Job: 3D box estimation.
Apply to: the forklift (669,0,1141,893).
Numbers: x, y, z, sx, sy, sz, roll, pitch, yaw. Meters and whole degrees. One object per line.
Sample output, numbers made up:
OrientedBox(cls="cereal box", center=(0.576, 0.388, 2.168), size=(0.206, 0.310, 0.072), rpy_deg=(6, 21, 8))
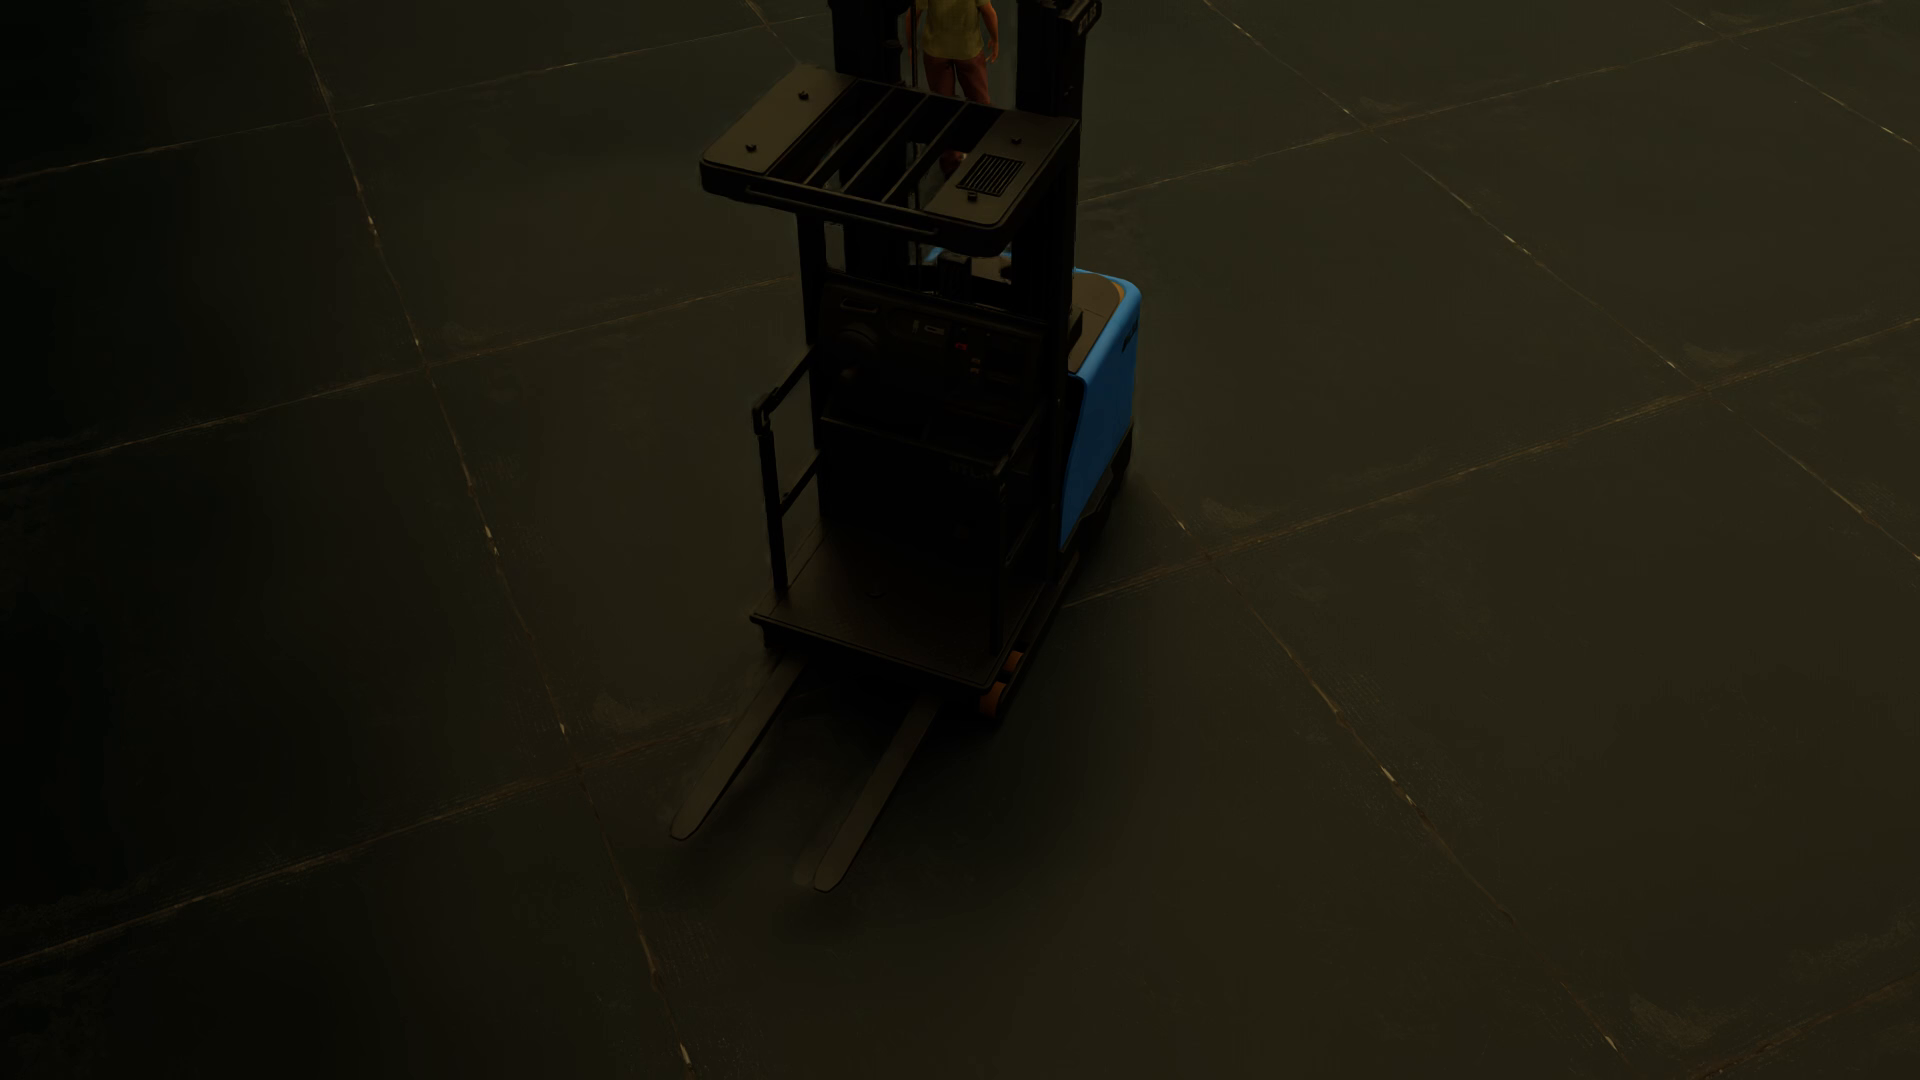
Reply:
OrientedBox(cls="forklift", center=(-0.206, -0.651, 6.377), size=(1.130, 2.935, 3.031), rpy_deg=(16, 45, 17))

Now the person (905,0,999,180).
OrientedBox(cls="person", center=(-0.034, -2.874, 9.671), size=(0.553, 1.674, 0.549), rpy_deg=(1, 43, 1))
